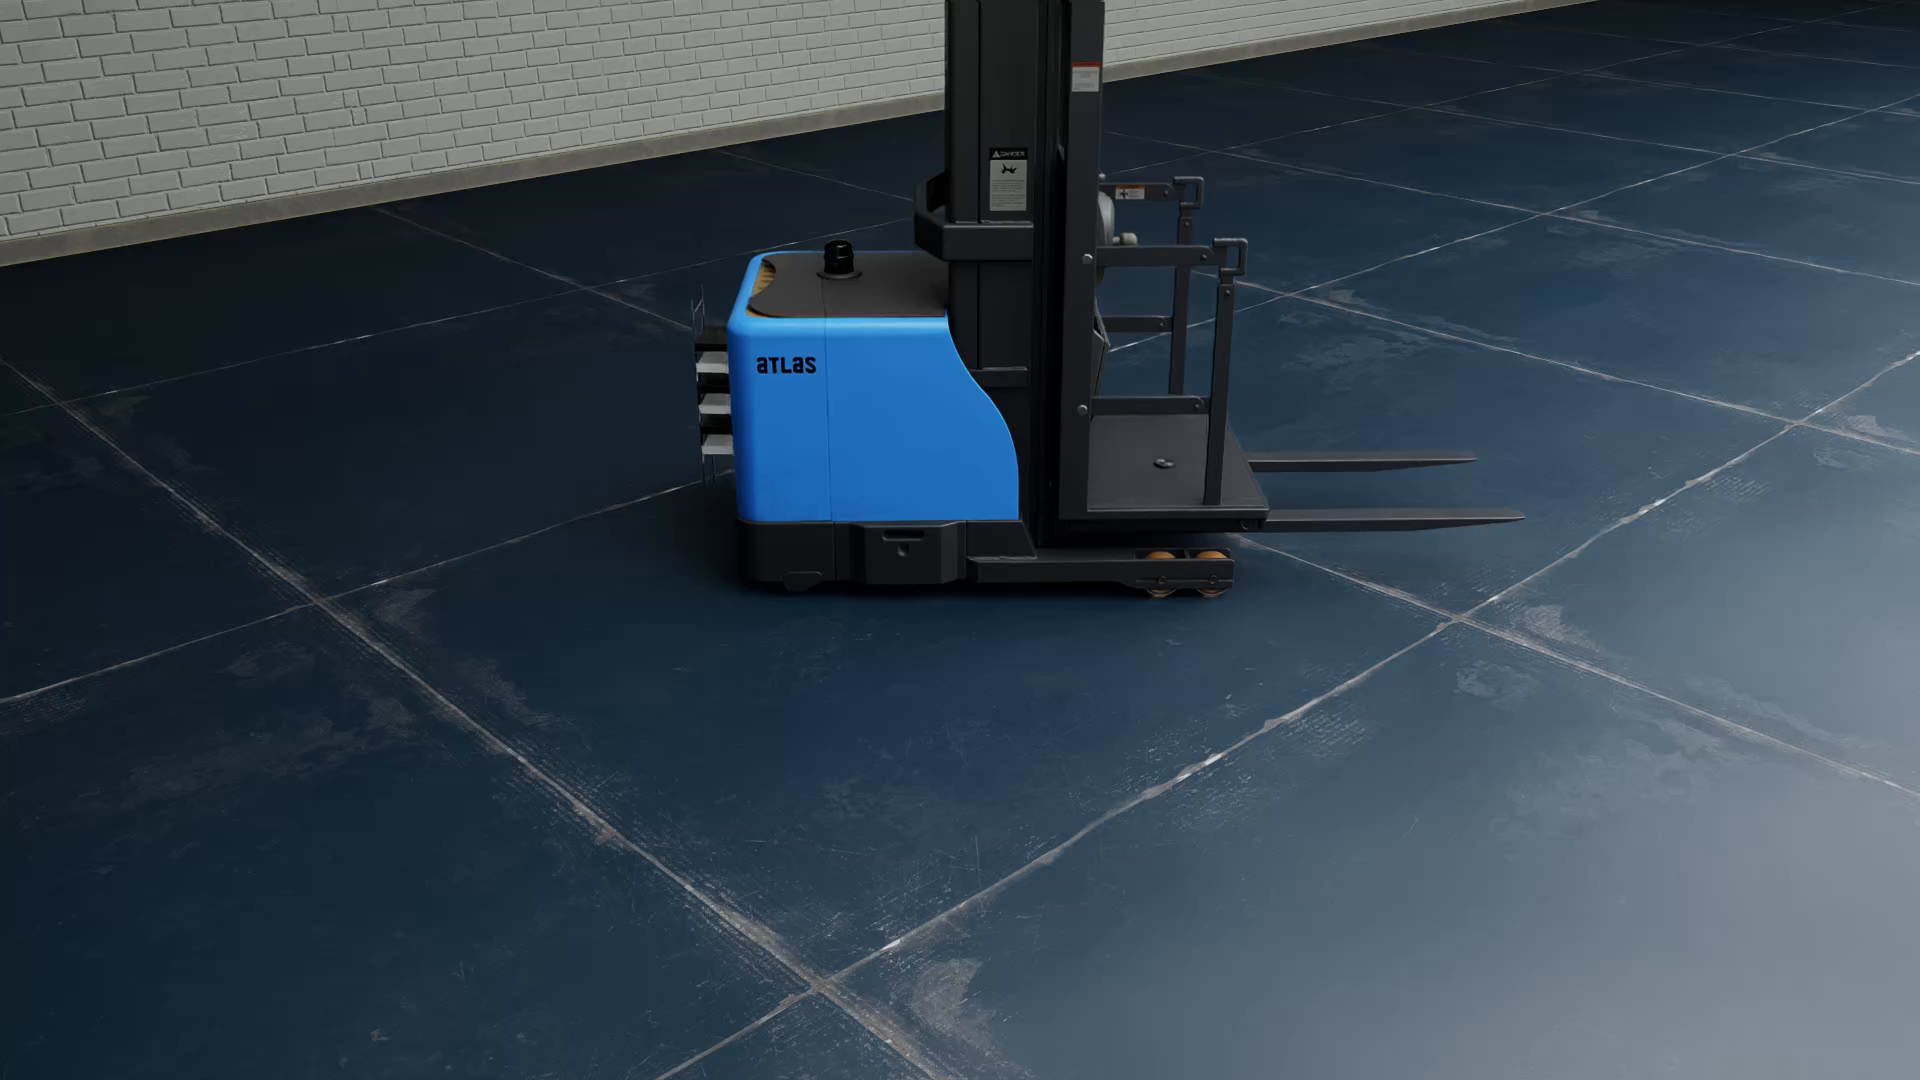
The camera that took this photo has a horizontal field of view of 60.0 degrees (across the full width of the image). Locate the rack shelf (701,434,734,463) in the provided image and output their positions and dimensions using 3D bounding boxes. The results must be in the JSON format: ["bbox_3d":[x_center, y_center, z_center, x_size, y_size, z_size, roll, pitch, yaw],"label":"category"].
[{"bbox_3d":[-0.976,-0.408,7.073,0.200,0.077,0.258,1,25,2],"label":"rack shelf"}]

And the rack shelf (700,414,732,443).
[{"bbox_3d":[-0.976,-0.490,7.036,0.200,0.077,0.258,1,25,2],"label":"rack shelf"}]

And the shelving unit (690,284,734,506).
[{"bbox_3d":[-0.976,-0.602,6.985,0.210,0.900,0.258,1,25,2],"label":"shelving unit"}]

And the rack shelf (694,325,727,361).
[{"bbox_3d":[-0.976,-0.817,6.887,0.200,0.077,0.258,1,25,2],"label":"rack shelf"}]

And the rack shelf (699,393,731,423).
[{"bbox_3d":[-0.976,-0.571,6.999,0.200,0.077,0.258,1,25,2],"label":"rack shelf"}]

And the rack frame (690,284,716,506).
[{"bbox_3d":[-1.077,-0.603,6.988,0.006,0.900,0.240,1,25,2],"label":"rack frame"}]

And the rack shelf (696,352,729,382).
[{"bbox_3d":[-0.976,-0.735,6.924,0.200,0.077,0.258,1,25,2],"label":"rack shelf"}]

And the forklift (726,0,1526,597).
[{"bbox_3d":[0.658,-1.341,6.159,3.031,2.935,1.130,-1,25,-1],"label":"forklift"}]

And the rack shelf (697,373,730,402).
[{"bbox_3d":[-0.976,-0.653,6.961,0.200,0.077,0.258,1,25,2],"label":"rack shelf"}]
